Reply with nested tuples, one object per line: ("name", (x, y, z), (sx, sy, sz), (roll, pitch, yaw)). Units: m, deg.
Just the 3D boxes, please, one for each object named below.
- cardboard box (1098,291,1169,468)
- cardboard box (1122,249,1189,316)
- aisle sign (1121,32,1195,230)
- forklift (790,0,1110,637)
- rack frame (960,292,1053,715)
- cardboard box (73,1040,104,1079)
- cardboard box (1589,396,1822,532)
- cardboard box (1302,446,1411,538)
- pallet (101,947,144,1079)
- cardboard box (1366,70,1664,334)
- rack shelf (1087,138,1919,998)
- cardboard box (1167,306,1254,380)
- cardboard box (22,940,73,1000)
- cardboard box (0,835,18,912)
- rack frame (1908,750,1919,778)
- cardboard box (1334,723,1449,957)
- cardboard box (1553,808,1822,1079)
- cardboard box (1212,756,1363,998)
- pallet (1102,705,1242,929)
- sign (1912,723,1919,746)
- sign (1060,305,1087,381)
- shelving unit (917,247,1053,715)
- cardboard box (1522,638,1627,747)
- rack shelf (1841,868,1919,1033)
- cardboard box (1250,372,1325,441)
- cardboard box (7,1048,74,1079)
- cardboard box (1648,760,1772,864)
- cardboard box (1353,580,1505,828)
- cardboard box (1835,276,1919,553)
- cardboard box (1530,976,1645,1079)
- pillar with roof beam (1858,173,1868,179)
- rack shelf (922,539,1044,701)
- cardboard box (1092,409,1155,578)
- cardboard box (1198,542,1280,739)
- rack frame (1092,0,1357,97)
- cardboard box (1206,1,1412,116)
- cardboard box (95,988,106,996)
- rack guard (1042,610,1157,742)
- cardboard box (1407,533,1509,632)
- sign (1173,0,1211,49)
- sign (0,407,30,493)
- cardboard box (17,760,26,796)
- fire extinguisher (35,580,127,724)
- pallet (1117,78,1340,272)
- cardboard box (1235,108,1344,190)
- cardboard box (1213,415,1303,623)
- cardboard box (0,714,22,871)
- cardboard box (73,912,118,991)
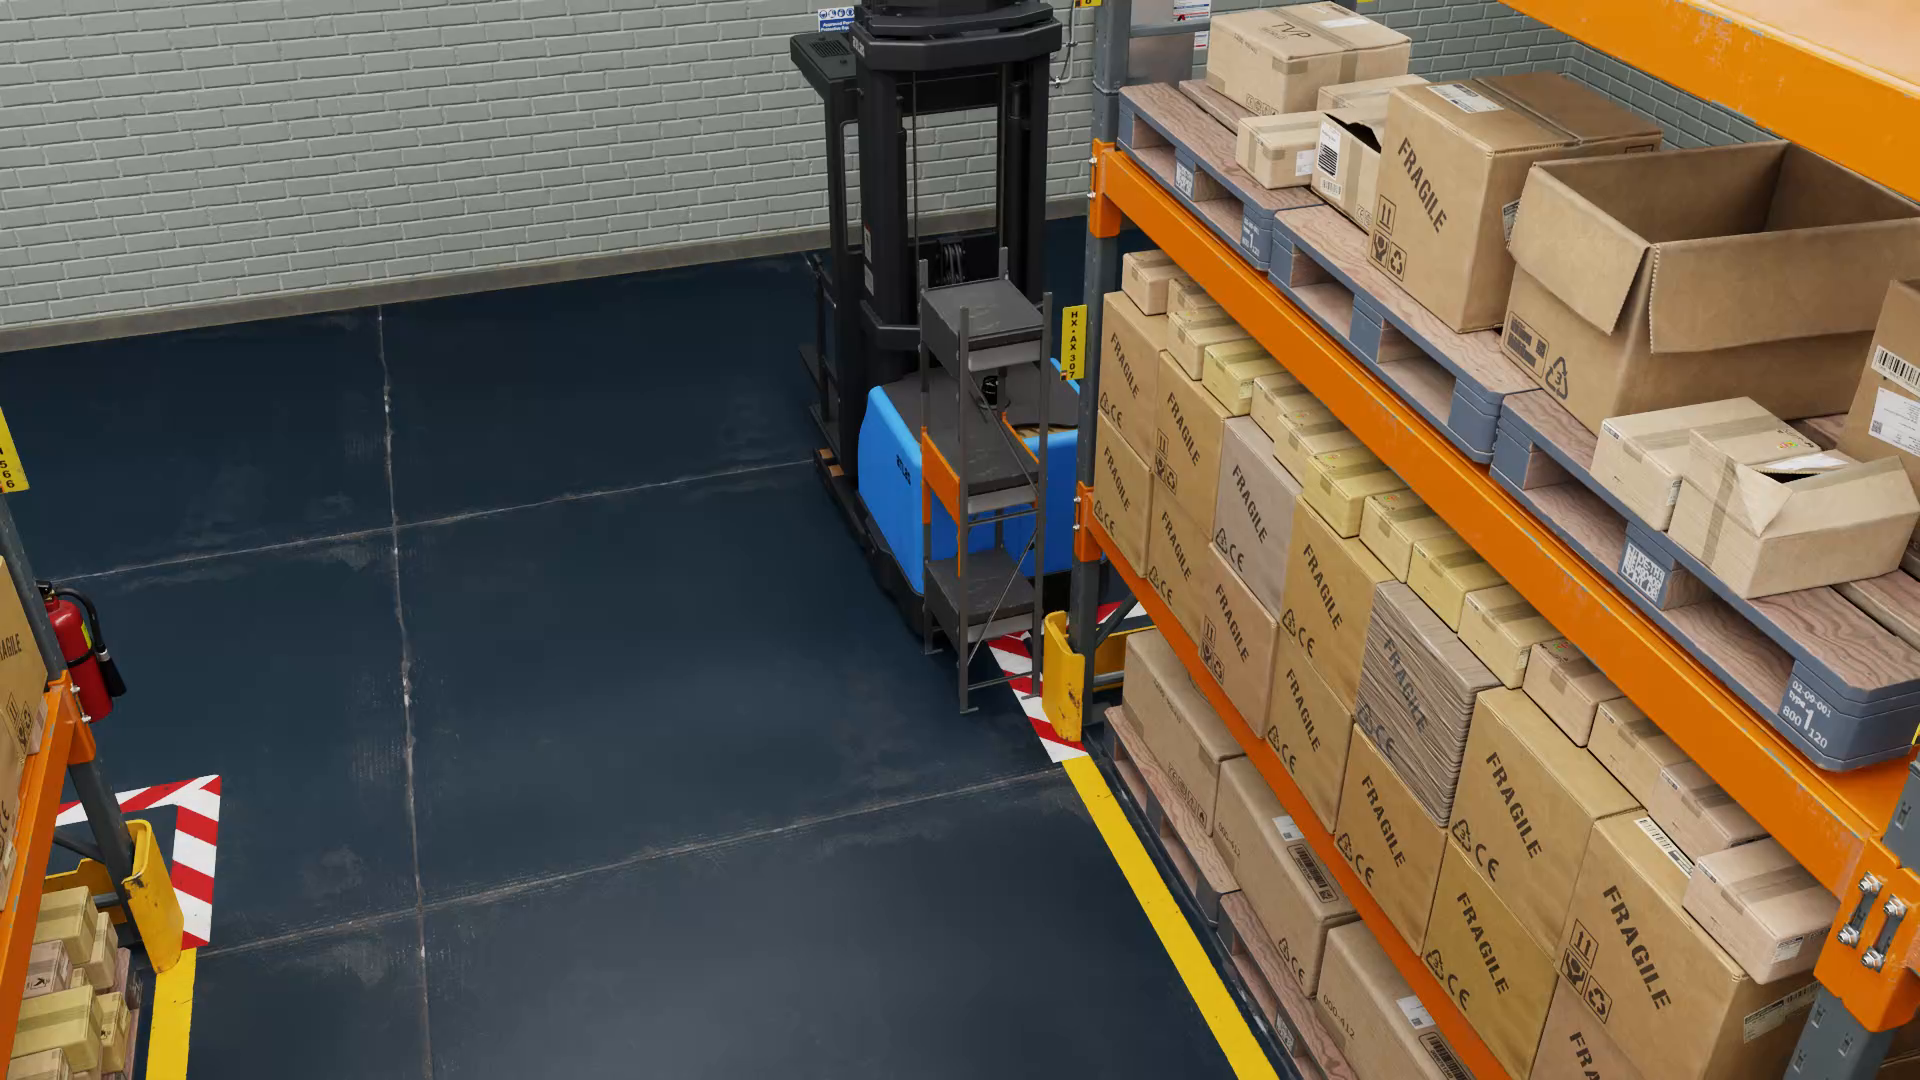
("cardboard box", (0.862, -0.645, 6.328), (0.500, 0.500, 0.500), (-11, 35, -16))
("cardboard box", (0.832, -0.983, 6.250), (0.380, 0.149, 0.250), (-9, 35, -14))
("aisle sign", (0.689, -1.560, 6.351), (0.394, 0.787, 0.004), (-10, 35, -15))
("forklift", (-0.207, -1.551, 8.758), (1.130, 2.935, 3.031), (-11, 35, -16))
("rack frame", (0.188, -0.095, 7.309), (0.400, 2.100, 0.015), (-12, 35, -17))
("cardboard box", (-3.103, 1.791, 5.574), (0.380, 0.149, 0.250), (-11, 35, -17))
("cardboard box", (1.627, -0.170, 3.642), (0.380, 0.149, 0.250), (-9, 35, -14))
("cardboard box", (1.265, -0.162, 5.007), (0.380, 0.149, 0.250), (-11, 35, -16))
("pallet", (-3.459, 2.035, 5.799), (1.003, 0.211, 1.213), (-10, 35, -15))
("cardboard box", (1.459, -0.913, 4.447), (0.500, 0.500, 0.500), (-9, 35, -14))
("rack shelf", (1.597, -0.388, 4.867), (1.077, 0.370, 4.000), (-10, 35, -15))
("cardboard box", (0.950, -0.702, 5.824), (0.380, 0.149, 0.250), (-9, 34, -13))
("cardboard box", (-3.271, 1.542, 5.681), (0.380, 0.149, 0.250), (-9, 35, -14))
("cardboard box", (-3.097, 1.024, 5.028), (0.380, 0.149, 0.250), (-9, 35, -13))
("rack frame", (2.207, -0.889, 2.253), (1.000, 3.000, 0.127), (-10, 35, -15))
("cardboard box", (1.493, 0.841, 4.986), (0.500, 0.500, 0.500), (-11, 35, -15))
("cardboard box", (1.800, 0.953, 3.908), (0.500, 0.500, 0.500), (-10, 35, -15))
("cardboard box", (1.571, 1.216, 6.451), (0.875, 0.438, 0.875), (-9, 35, -13))
("pallet", (1.306, 1.084, 7.238), (1.003, 0.211, 1.213), (-10, 35, -15))
("sign", (1.679, 0.208, 2.773), (0.100, 0.325, 0.005), (-10, 35, -15))
("sign", (0.457, -0.790, 6.688), (0.100, 0.325, 0.005), (-10, 35, -15))
("shelving unit", (0.102, -0.221, 7.499), (0.431, 2.100, 0.503), (-12, 35, -17))
("cardboard box", (1.672, 0.357, 4.223), (0.380, 0.149, 0.250), (-10, 35, -15))
("rack shelf", (2.817, 1.712, 1.689), (1.077, 0.370, 4.000), (-10, 35, -15))
("cardboard box", (1.177, -0.437, 5.425), (0.380, 0.149, 0.250), (-10, 35, -14))
("cardboard box", (-3.053, 1.803, 5.285), (0.380, 0.149, 0.250), (-11, 35, -17))
("cardboard box", (1.833, 0.619, 3.825), (0.380, 0.149, 0.250), (-9, 35, -14))
("cardboard box", (1.489, 0.420, 4.715), (0.500, 0.500, 0.500), (-10, 35, -14))
("cardboard box", (2.228, -0.241, 3.430), (0.500, 0.500, 0.500), (-9, 35, -14))
("cardboard box", (1.822, 1.371, 4.182), (0.500, 0.500, 0.500), (-10, 35, -14))
("pillar with roof beam", (1.649, -4.669, 7.973), (9.100, 9.000, 0.400), (-10, 35, -15))
("rack shelf", (0.102, 0.374, 7.893), (0.431, 0.518, 0.480), (-12, 35, -17))
("cardboard box", (0.860, -0.228, 6.603), (0.500, 0.500, 0.500), (-10, 35, -15))
("cardboard box", (1.179, 0.303, 5.799), (0.500, 0.500, 0.500), (-10, 35, -15))
("rack frame", (0.987, -2.989, 5.431), (1.000, 3.000, 0.127), (-10, 35, -15))
("cardboard box", (1.210, -1.671, 5.821), (0.500, 0.250, 0.500), (-13, 36, -19))
("cardboard box", (-3.337, 1.655, 6.050), (0.380, 0.149, 0.250), (-9, 35, -14))
("rack guard", (0.980, 0.544, 7.793), (1.175, 0.500, 0.348), (-10, 35, -15))
("cardboard box", (1.480, 0.094, 4.620), (0.380, 0.149, 0.250), (-11, 35, -16))
("sign", (1.697, -3.872, 12.294), (0.329, 0.494, 0.001), (-10, 35, -15))
("sign", (-3.162, -0.299, 5.464), (0.100, 0.325, 0.005), (-10, 35, -15))
("cardboard box", (-3.287, 0.764, 5.420), (0.380, 0.149, 0.250), (-10, 35, -15))
("fire extinguisher", (-3.334, 0.377, 6.186), (0.296, 0.674, 0.183), (-10, 35, -15))
("pallet", (1.223, -1.313, 5.696), (1.003, 0.211, 1.213), (-10, 35, -15))
("cardboard box", (1.100, -1.240, 5.261), (0.380, 0.149, 0.250), (-9, 34, -13))
("cardboard box", (1.191, -0.106, 5.512), (0.500, 0.500, 0.500), (-10, 35, -15))
("cardboard box", (-3.162, 0.697, 4.933), (0.500, 0.500, 0.500), (-11, 35, -16))
("cardboard box", (-3.263, 1.518, 5.986), (0.380, 0.149, 0.250), (-11, 35, -16))
